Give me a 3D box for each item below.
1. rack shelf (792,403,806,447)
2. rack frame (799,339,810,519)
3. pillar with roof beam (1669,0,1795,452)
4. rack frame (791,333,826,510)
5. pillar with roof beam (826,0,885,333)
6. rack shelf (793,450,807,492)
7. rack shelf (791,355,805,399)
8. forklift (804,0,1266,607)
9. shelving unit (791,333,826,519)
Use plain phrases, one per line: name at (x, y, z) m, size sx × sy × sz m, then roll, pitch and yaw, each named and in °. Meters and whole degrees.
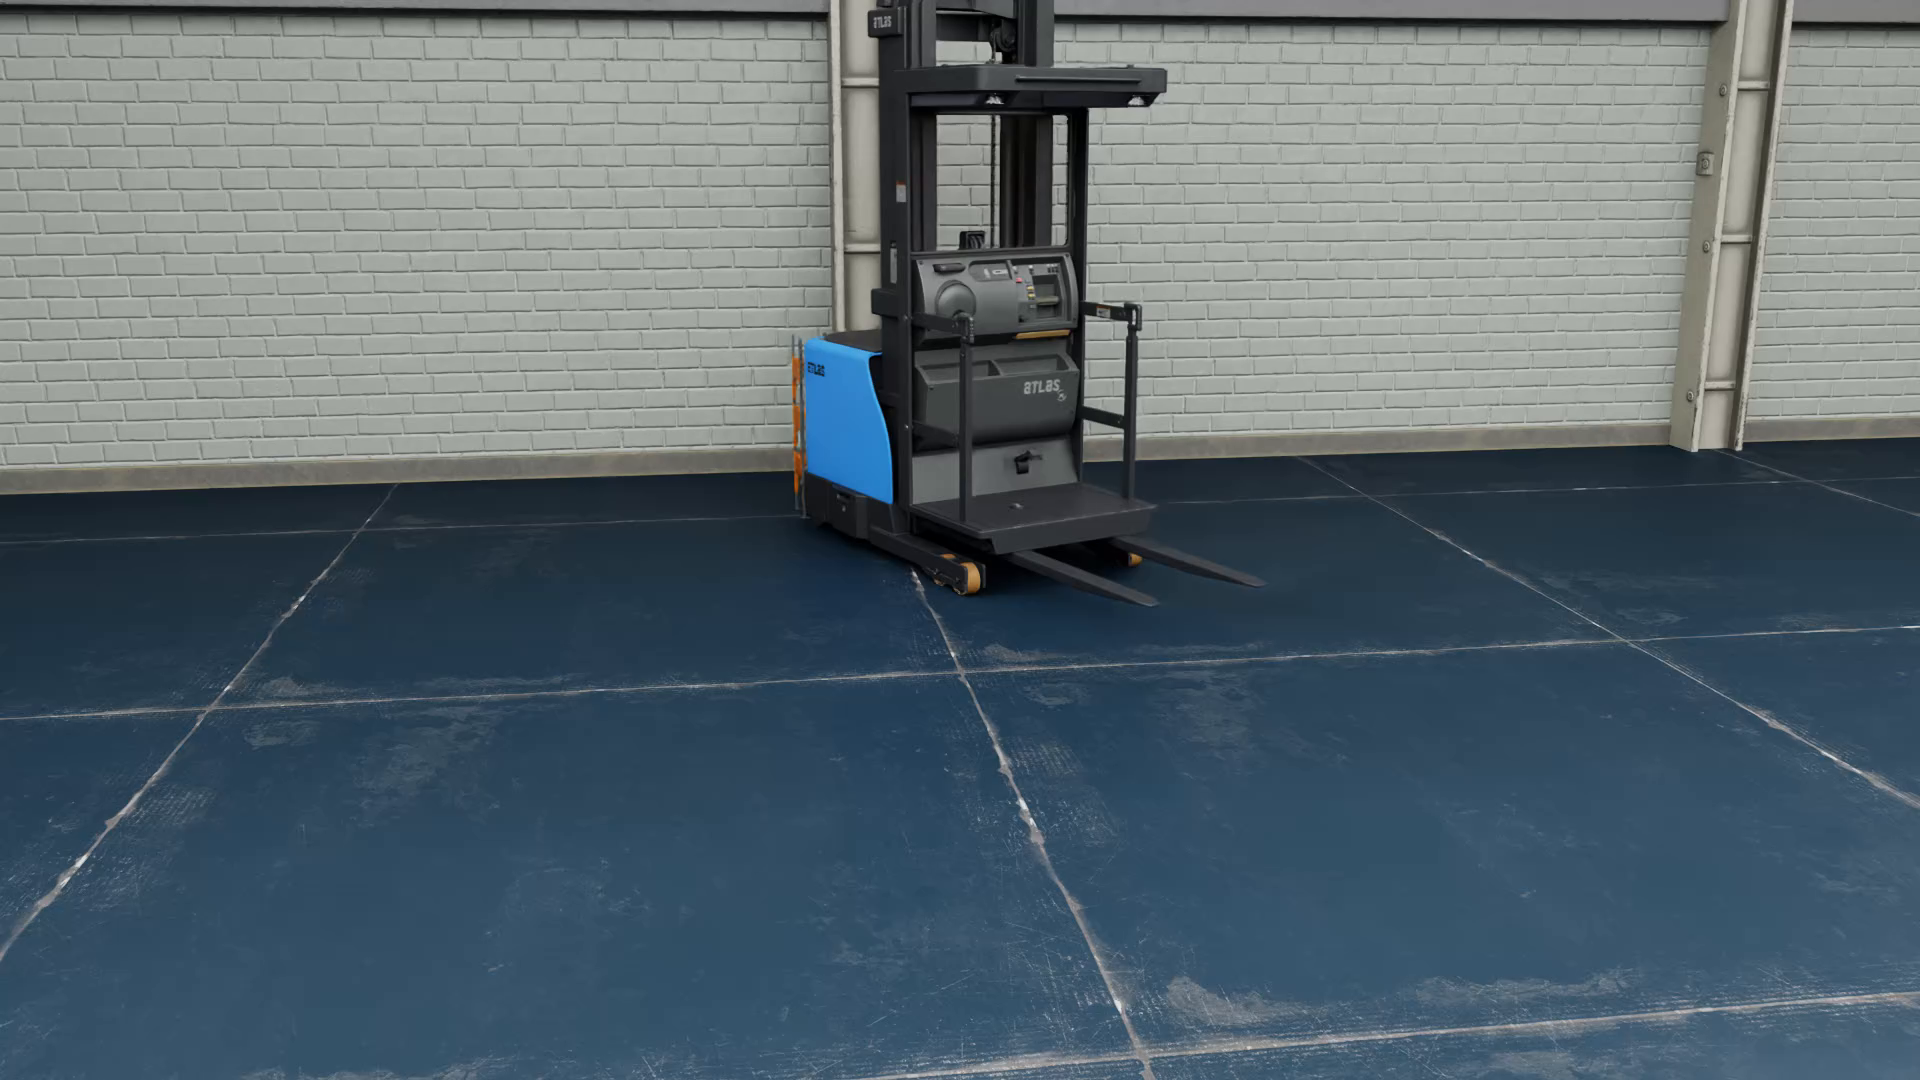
rack shelf at (-0.854, -0.658, 9.731) m, size 0.215 × 0.259 × 0.240 m, roll -4°, pitch 15°, yaw -15°
rack frame at (-0.821, -0.640, 9.614) m, size 0.200 × 1.050 × 0.008 m, roll -4°, pitch 15°, yaw -15°
pillar with roof beam at (5.957, -3.995, 6.653) m, size 0.400 × 9.000 × 9.100 m, roll -2°, pitch 14°, yaw -8°
rack frame at (-0.886, -0.697, 9.843) m, size 0.200 × 1.050 × 0.008 m, roll -4°, pitch 15°, yaw -15°
pillar with roof beam at (0.024, -3.778, 5.786) m, size 0.400 × 9.000 × 9.100 m, roll -2°, pitch 14°, yaw -8°
rack shelf at (-0.854, -0.389, 9.799) m, size 0.215 × 0.259 × 0.240 m, roll -4°, pitch 15°, yaw -15°
rack shelf at (-0.853, -0.934, 9.662) m, size 0.215 × 0.259 × 0.240 m, roll -4°, pitch 15°, yaw -15°
forklift at (0.309, -1.278, 8.291) m, size 1.130 × 2.935 × 3.031 m, roll -8°, pitch 16°, yaw -30°
shelving unit at (-0.854, -0.669, 9.729) m, size 0.215 × 1.050 × 0.252 m, roll -4°, pitch 15°, yaw -15°
